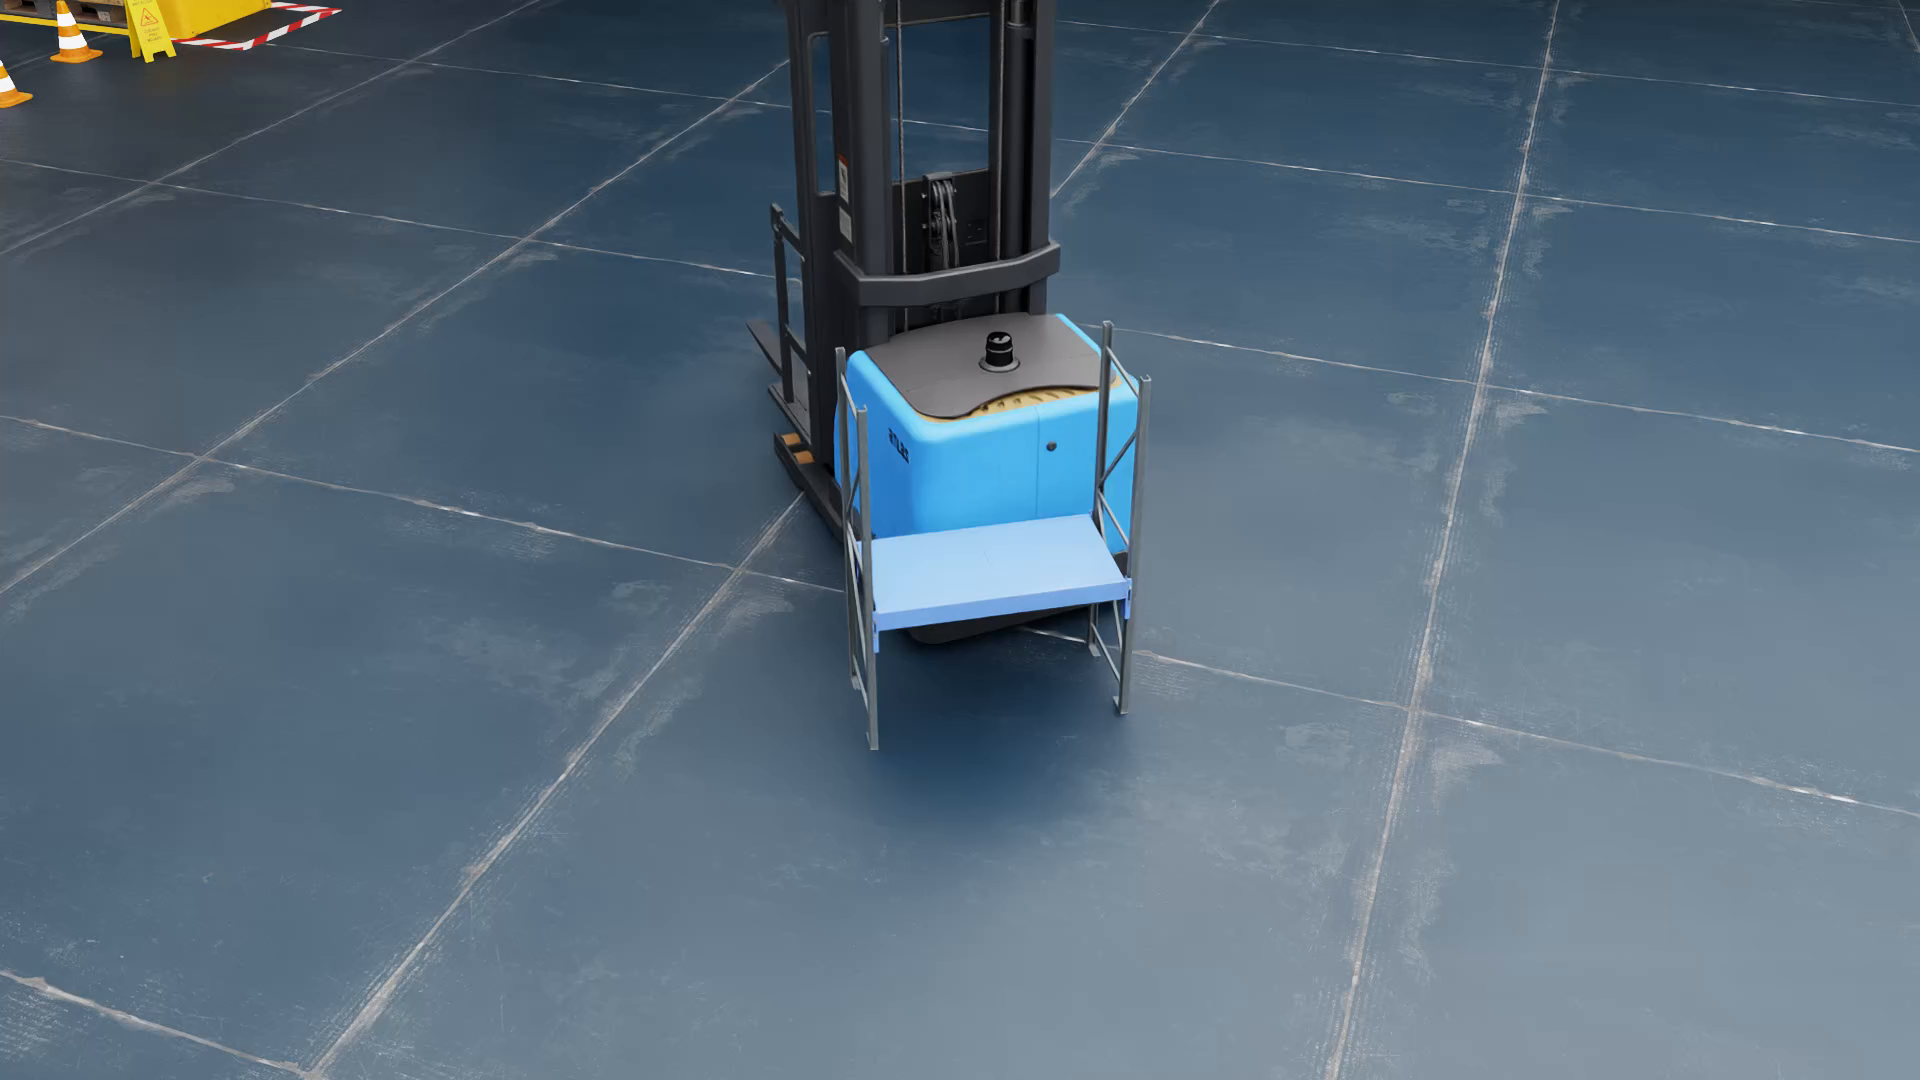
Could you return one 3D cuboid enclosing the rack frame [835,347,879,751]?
[{"bbox_3d":[-0.386,0.059,6.276,0.032,1.500,0.500,-7,34,-11],"label":"rack frame"}]

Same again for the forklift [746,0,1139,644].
[{"bbox_3d":[-0.280,-1.585,7.503,1.130,2.935,3.031,-13,35,-19],"label":"forklift"}]

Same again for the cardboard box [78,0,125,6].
[{"bbox_3d":[-7.521,-4.975,14.837,0.500,0.250,0.500,11,34,16],"label":"cardboard box"}]

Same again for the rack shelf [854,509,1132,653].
[{"bbox_3d":[0.109,0.149,6.468,1.000,0.185,0.538,-7,34,-11],"label":"rack shelf"}]

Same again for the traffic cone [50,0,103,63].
[{"bbox_3d":[-7.486,-4.293,13.972,0.334,0.463,0.336,11,34,16],"label":"traffic cone"}]

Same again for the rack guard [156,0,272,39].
[{"bbox_3d":[-6.718,-4.902,14.882,0.348,0.500,1.175,11,34,16],"label":"rack guard"}]

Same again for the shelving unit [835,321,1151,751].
[{"bbox_3d":[0.109,-0.002,6.370,1.048,1.500,0.538,-7,34,-11],"label":"shelving unit"}]

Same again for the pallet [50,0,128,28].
[{"bbox_3d":[-7.471,-4.948,15.218,1.213,0.211,1.003,11,34,16],"label":"pallet"}]

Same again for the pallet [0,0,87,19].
[{"bbox_3d":[-8.615,-5.172,15.565,1.213,0.211,1.003,11,34,16],"label":"pallet"}]

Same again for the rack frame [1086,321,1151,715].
[{"bbox_3d":[0.605,-0.063,6.464,0.032,1.500,0.500,-7,34,-11],"label":"rack frame"}]

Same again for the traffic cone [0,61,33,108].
[{"bbox_3d":[-7.541,-3.664,12.998,0.334,0.463,0.336,11,34,16],"label":"traffic cone"}]

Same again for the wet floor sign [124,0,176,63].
[{"bbox_3d":[-6.828,-4.368,13.921,0.232,0.644,0.267,24,40,32],"label":"wet floor sign"}]
